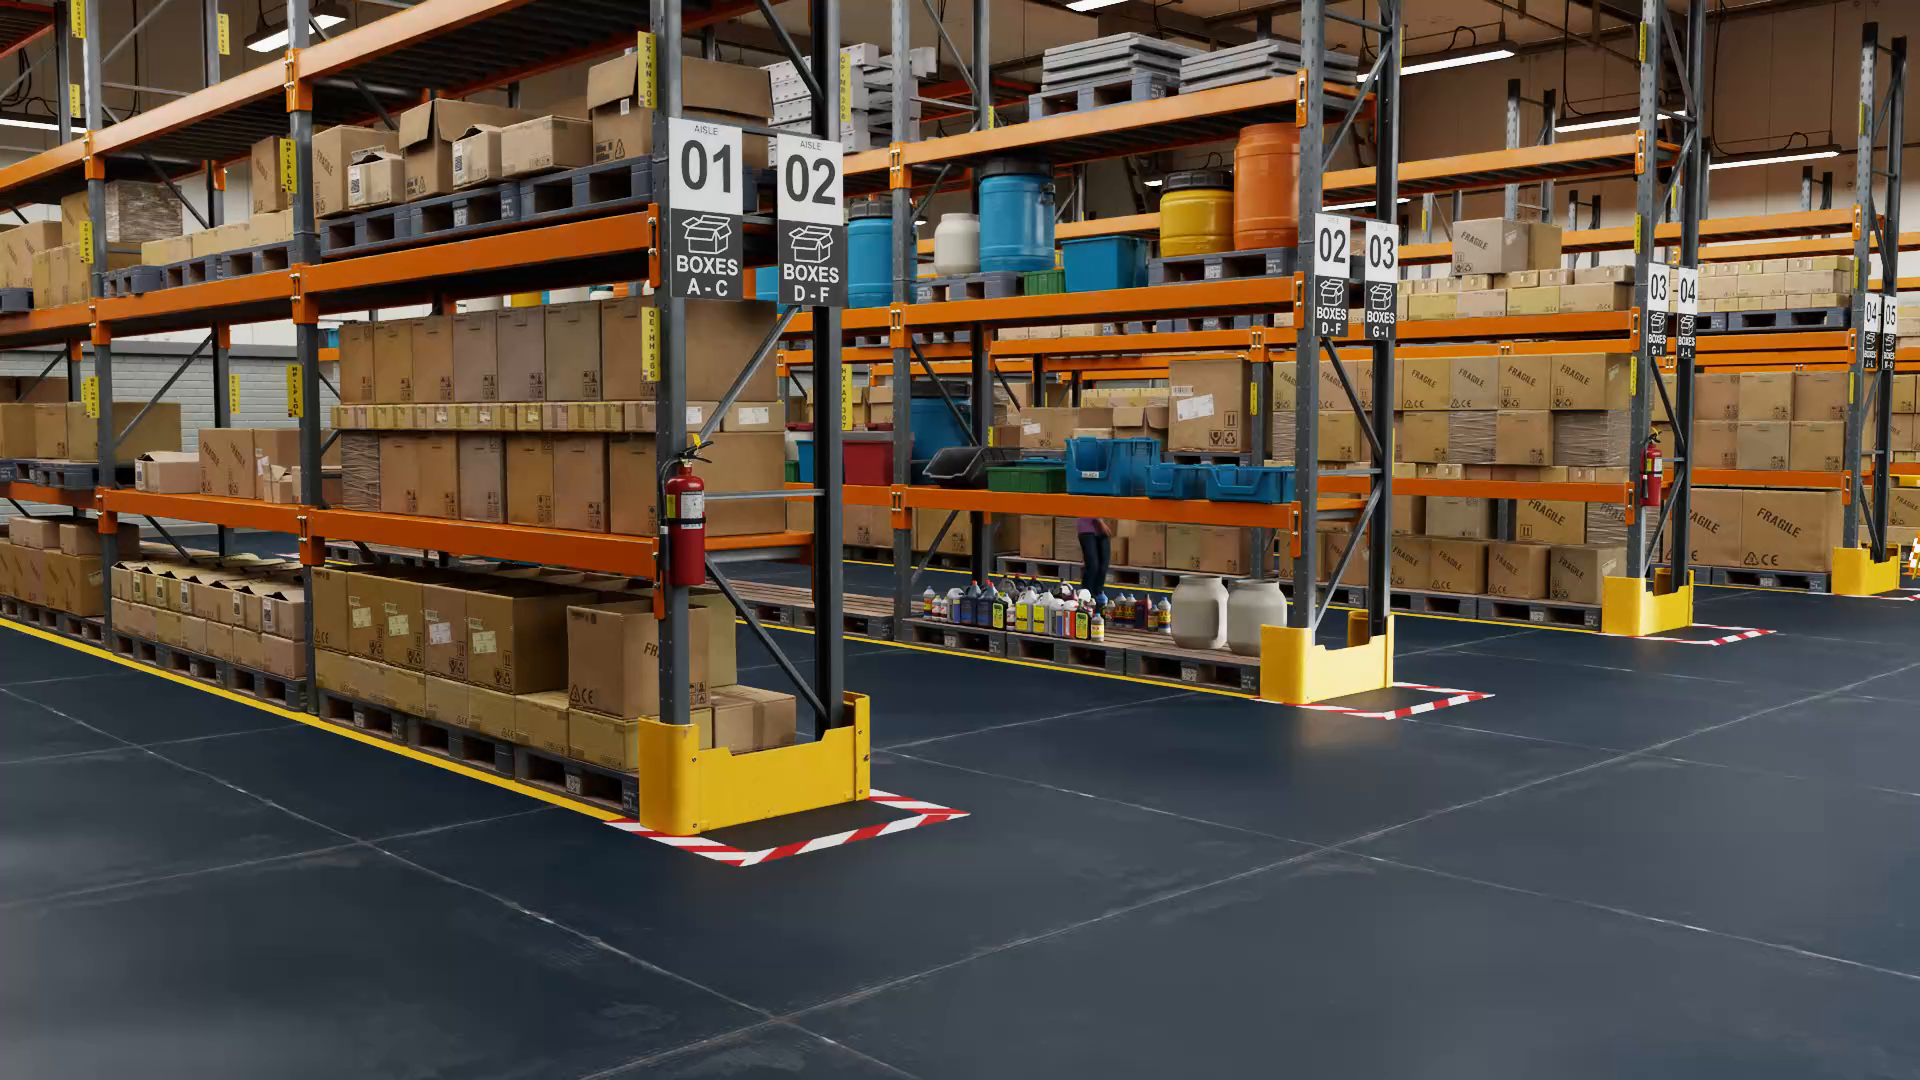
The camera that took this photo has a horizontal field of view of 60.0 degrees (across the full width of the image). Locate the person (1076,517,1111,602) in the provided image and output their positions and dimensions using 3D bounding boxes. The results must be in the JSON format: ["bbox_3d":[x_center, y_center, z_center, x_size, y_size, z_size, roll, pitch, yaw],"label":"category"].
[{"bbox_3d":[1.320,-0.057,15.521,0.414,1.599,0.476,-4,6,-44],"label":"person"}]
